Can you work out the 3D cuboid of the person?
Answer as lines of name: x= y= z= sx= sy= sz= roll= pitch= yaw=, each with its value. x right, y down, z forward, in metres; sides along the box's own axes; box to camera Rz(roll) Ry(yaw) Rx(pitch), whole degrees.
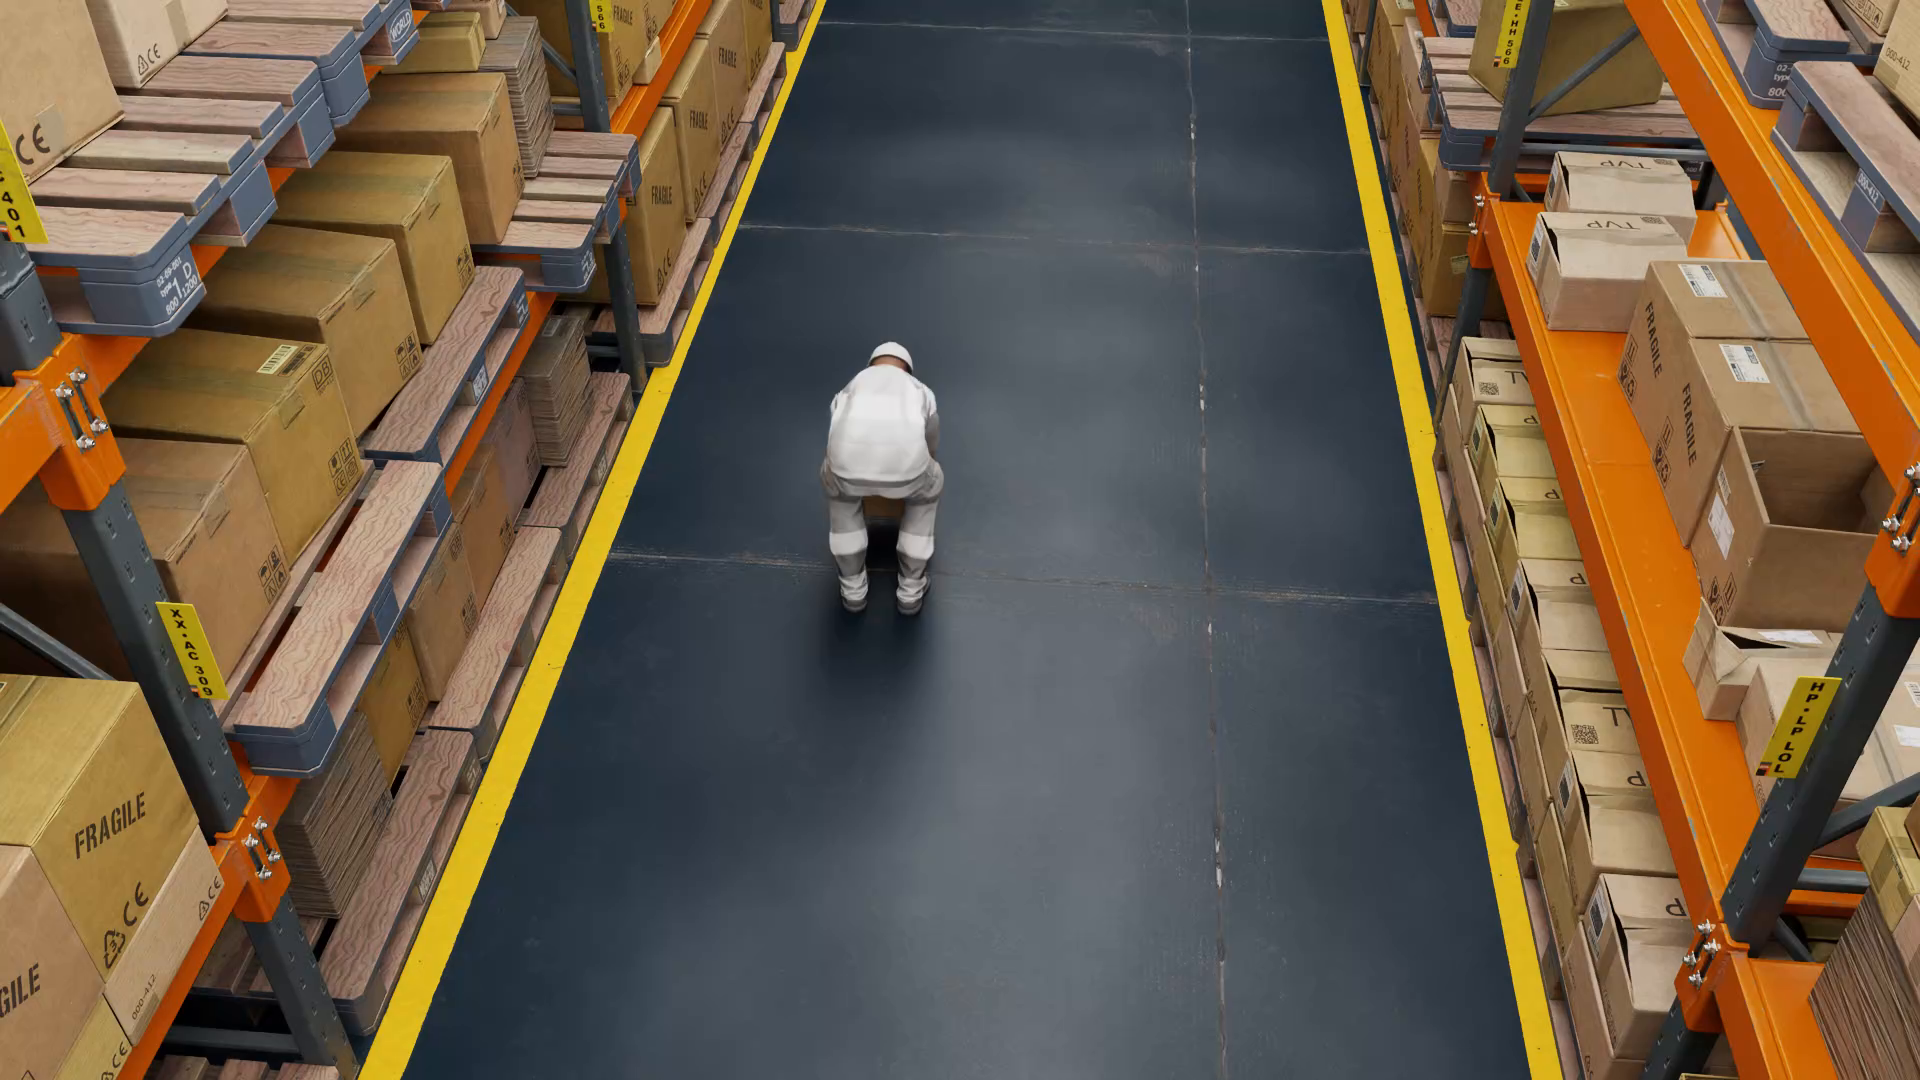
person: x=-0.313 y=-0.296 z=7.070 sx=0.504 sy=1.047 sz=0.960 roll=2 pitch=40 yaw=2
